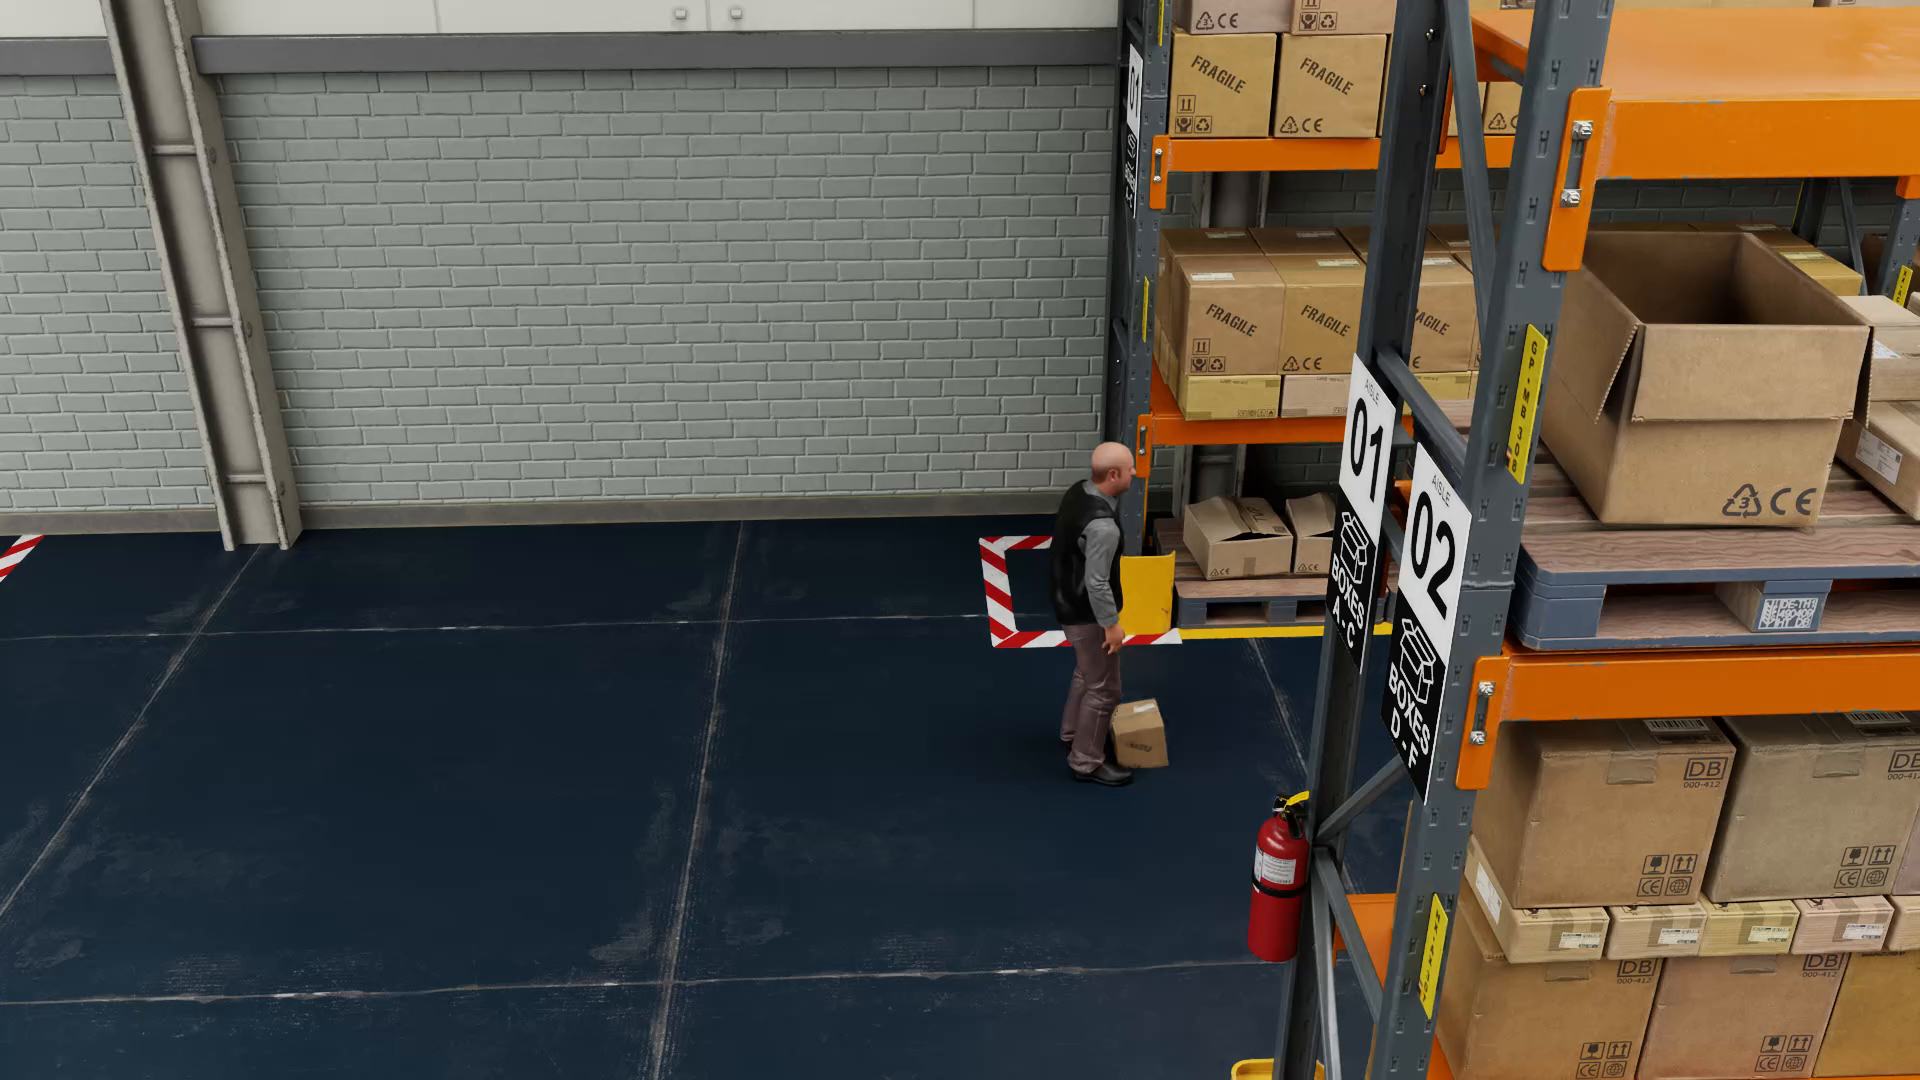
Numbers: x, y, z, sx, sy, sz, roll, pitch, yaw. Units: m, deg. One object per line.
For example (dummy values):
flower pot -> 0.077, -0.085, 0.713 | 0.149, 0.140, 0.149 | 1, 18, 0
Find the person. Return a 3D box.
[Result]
person -> 0.627, 0.331, 8.006 | 0.419, 1.721, 0.570 | -2, 27, -4
